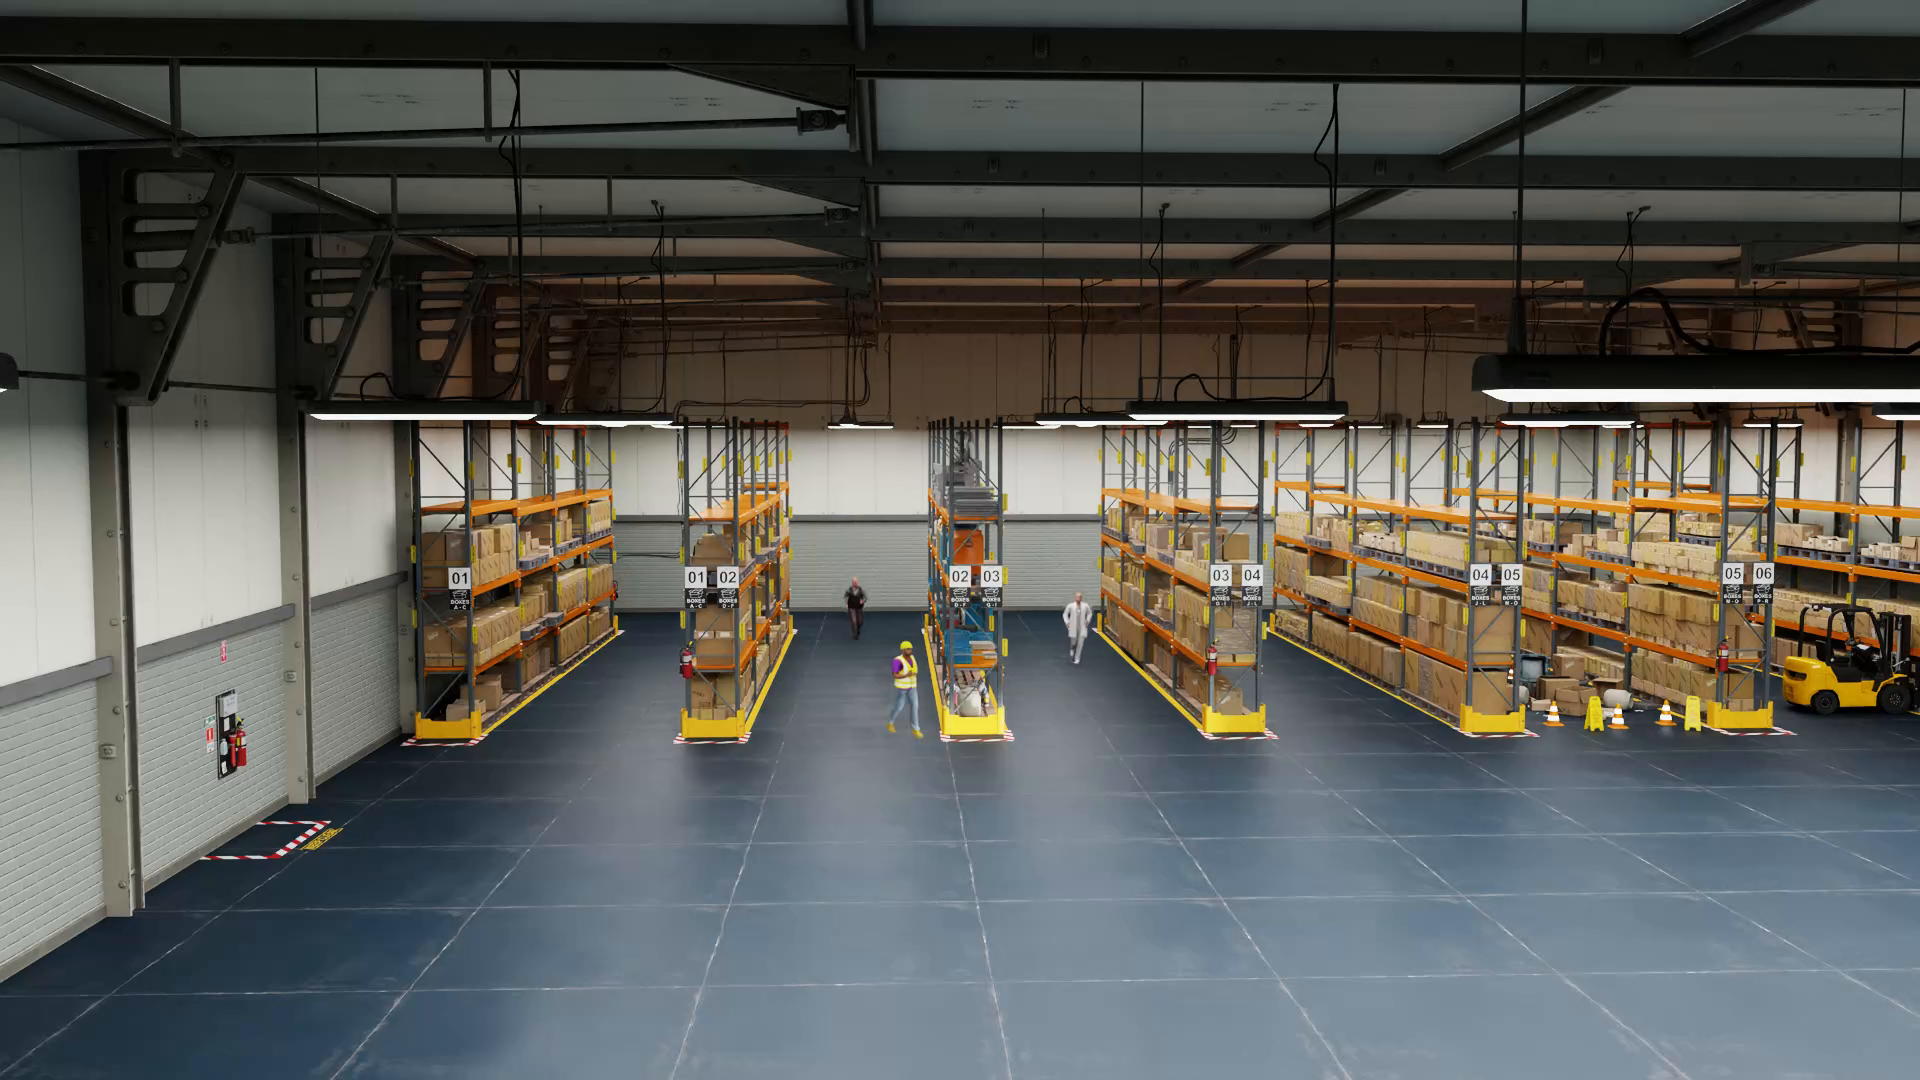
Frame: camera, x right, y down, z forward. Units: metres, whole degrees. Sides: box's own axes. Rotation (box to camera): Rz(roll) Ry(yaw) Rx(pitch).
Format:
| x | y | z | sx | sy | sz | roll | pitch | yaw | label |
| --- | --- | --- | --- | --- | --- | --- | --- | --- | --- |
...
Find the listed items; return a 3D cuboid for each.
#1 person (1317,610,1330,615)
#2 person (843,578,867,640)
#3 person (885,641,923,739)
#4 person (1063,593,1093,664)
| x | y | z | sx | sy | sz | roll | pitch | yaw | label |
| --- | --- | --- | --- | --- | --- | --- | --- | --- | --- |
| 10.746 | 1.704 | 48.462 | 0.747 | 1.791 | 0.885 | -3 | 5 | -41 | person |
| -2.883 | 1.892 | 45.812 | 0.658 | 1.687 | 0.716 | -1 | 4 | -8 | person |
| -1.037 | 2.779 | 31.130 | 0.688 | 1.781 | 0.944 | -3 | 5 | -41 | person |
| 2.930 | 2.181 | 41.194 | 0.726 | 1.743 | 0.771 | 0 | 4 | 0 | person |
